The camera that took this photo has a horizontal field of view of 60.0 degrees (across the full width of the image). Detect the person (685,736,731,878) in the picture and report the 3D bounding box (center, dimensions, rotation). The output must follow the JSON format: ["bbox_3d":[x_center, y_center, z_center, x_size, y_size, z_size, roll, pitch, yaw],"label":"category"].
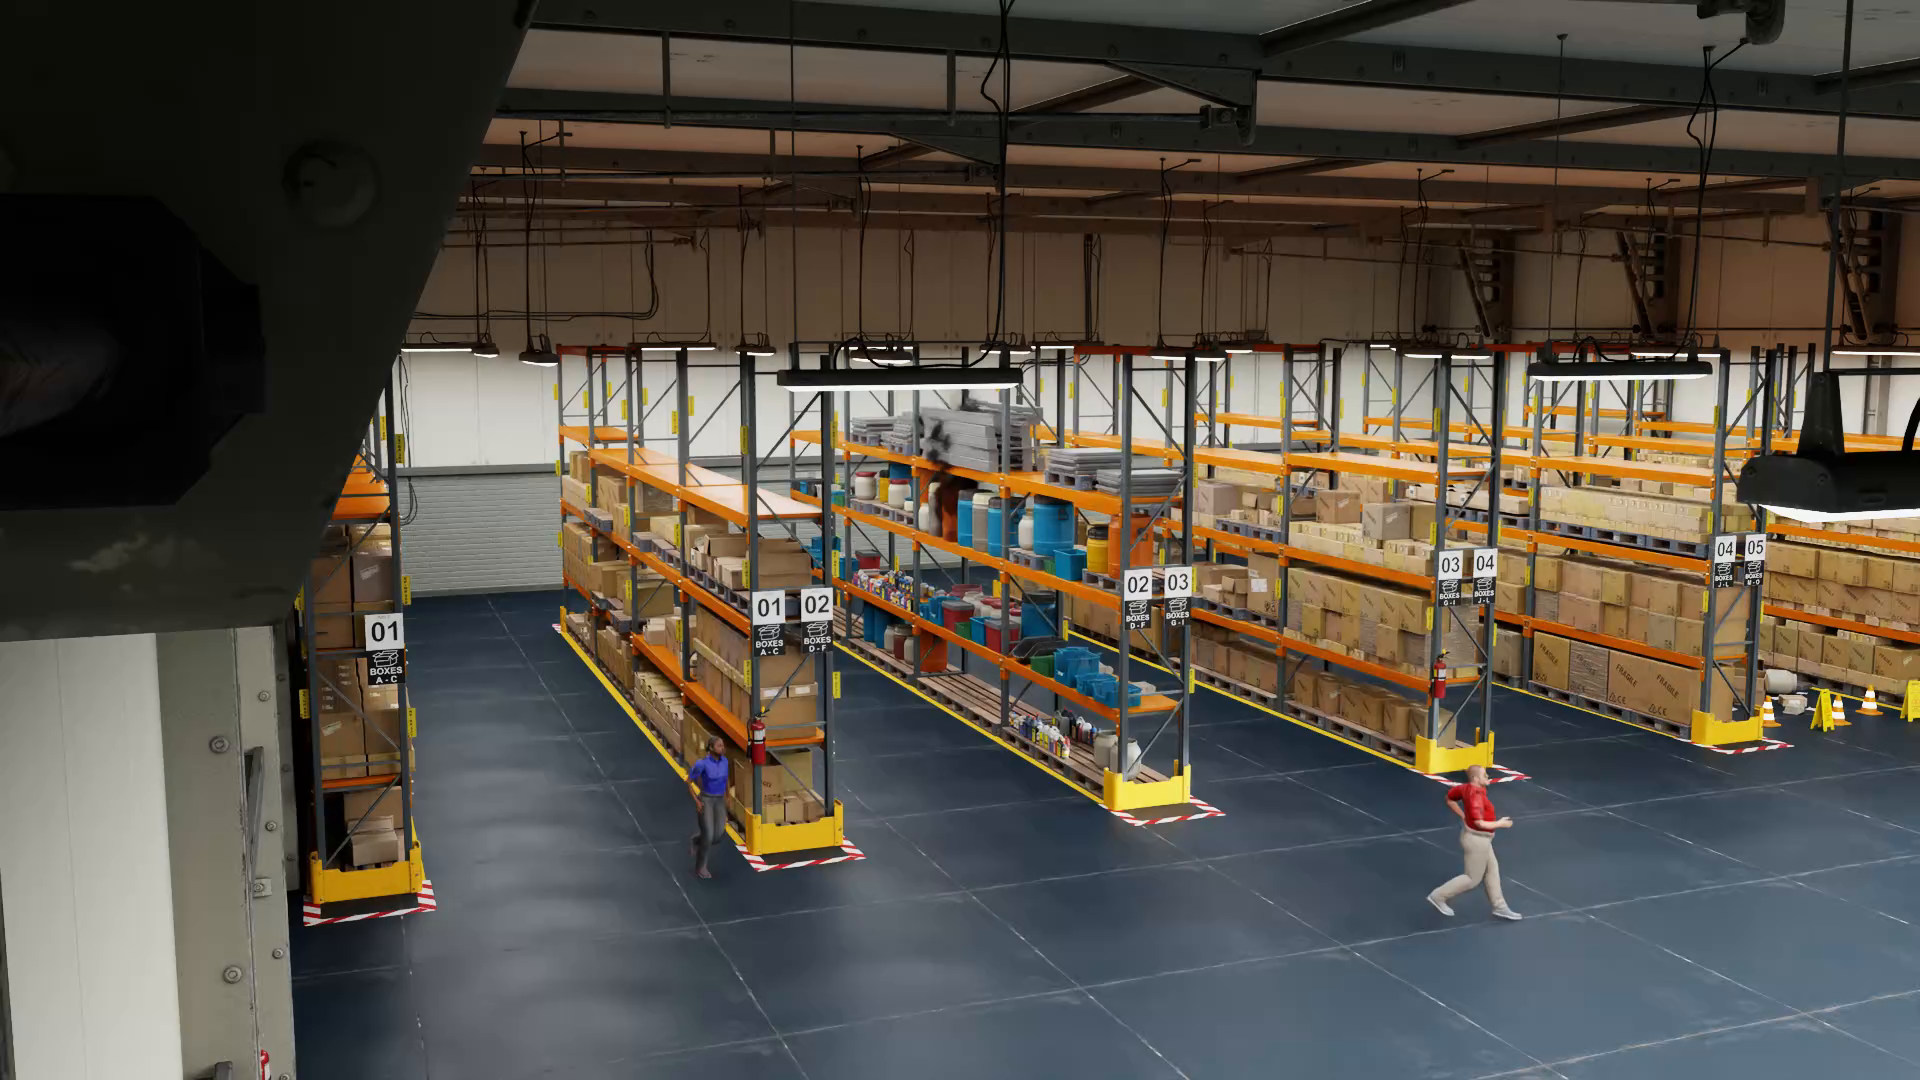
[{"bbox_3d":[-2.937,3.090,19.496,0.617,1.605,0.552,-7,10,-43],"label":"person"}]

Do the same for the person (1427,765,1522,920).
[{"bbox_3d":[5.515,3.229,17.741,1.032,1.714,0.675,1,7,6],"label":"person"}]
